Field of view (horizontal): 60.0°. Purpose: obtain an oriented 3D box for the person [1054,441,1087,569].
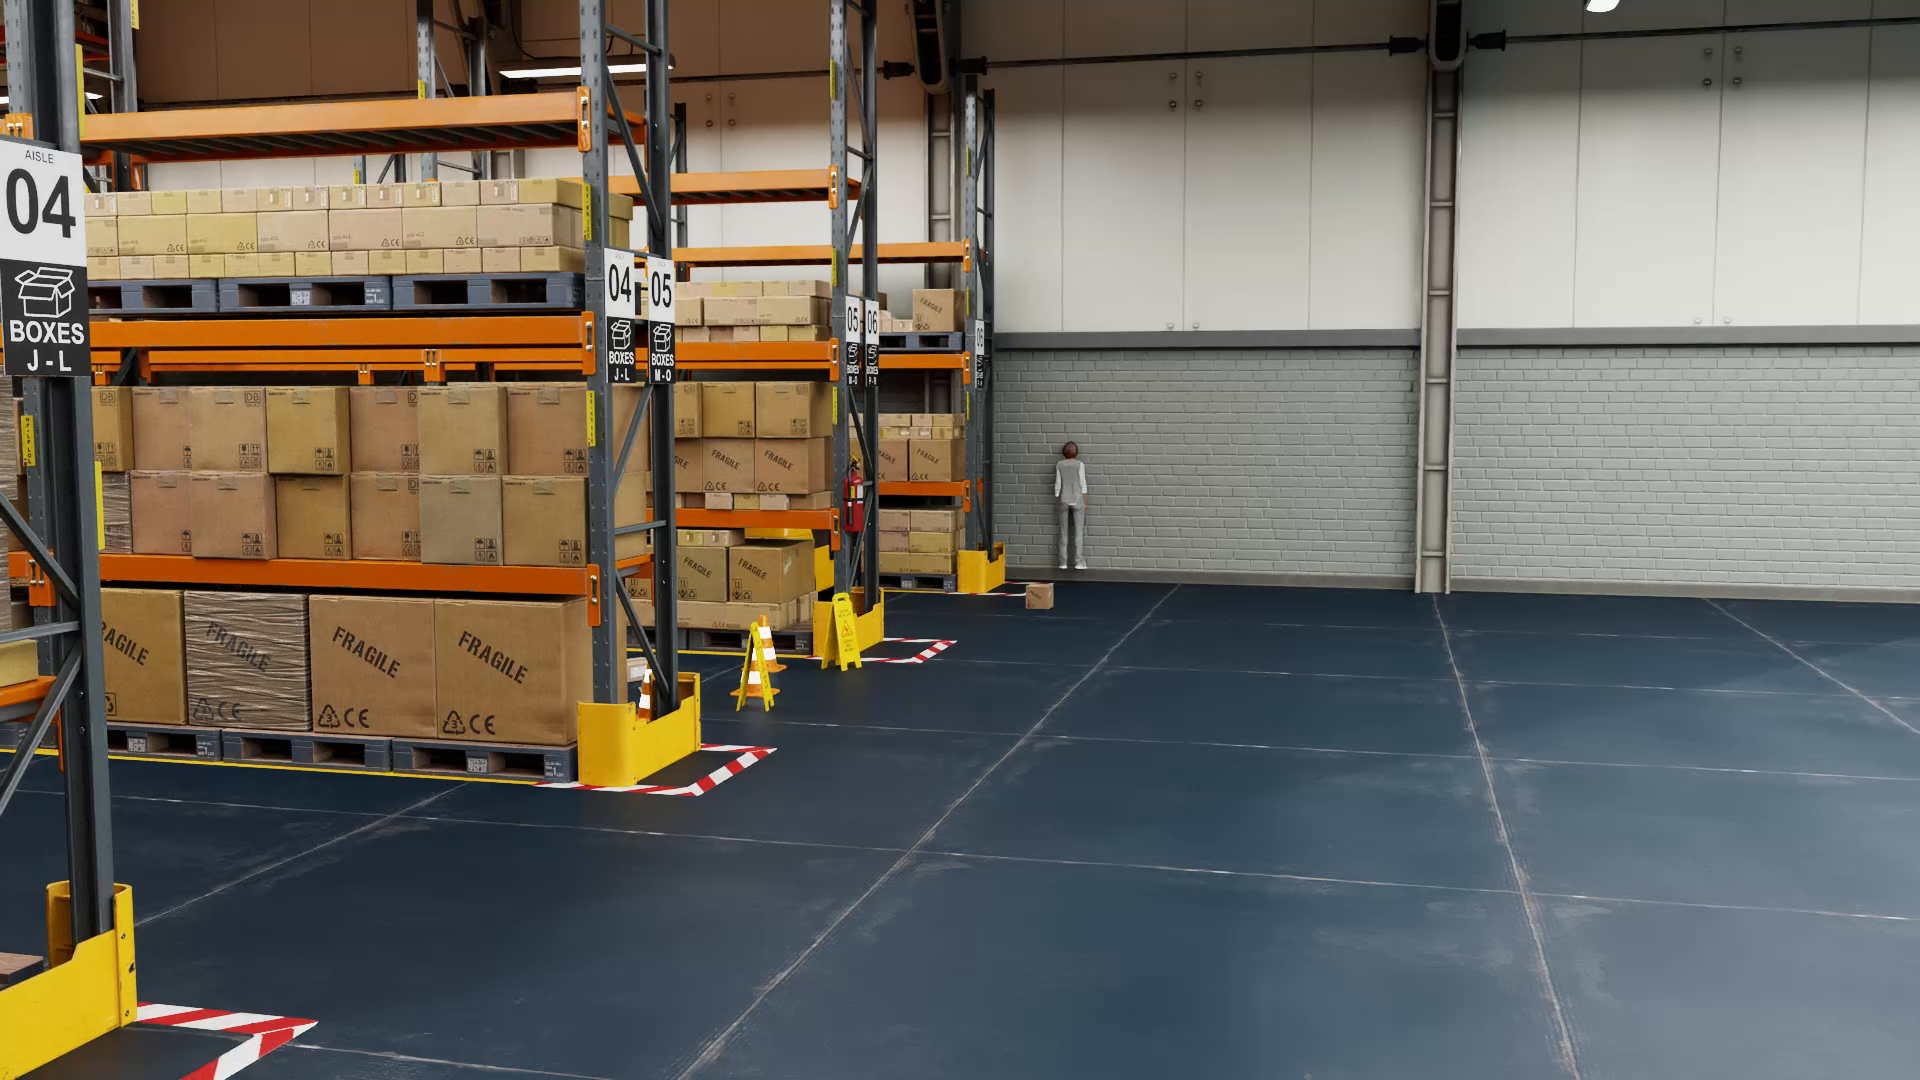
[{"bbox_3d":[1.385,-0.429,20.777,0.407,1.588,0.309,1,5,13],"label":"person"}]
